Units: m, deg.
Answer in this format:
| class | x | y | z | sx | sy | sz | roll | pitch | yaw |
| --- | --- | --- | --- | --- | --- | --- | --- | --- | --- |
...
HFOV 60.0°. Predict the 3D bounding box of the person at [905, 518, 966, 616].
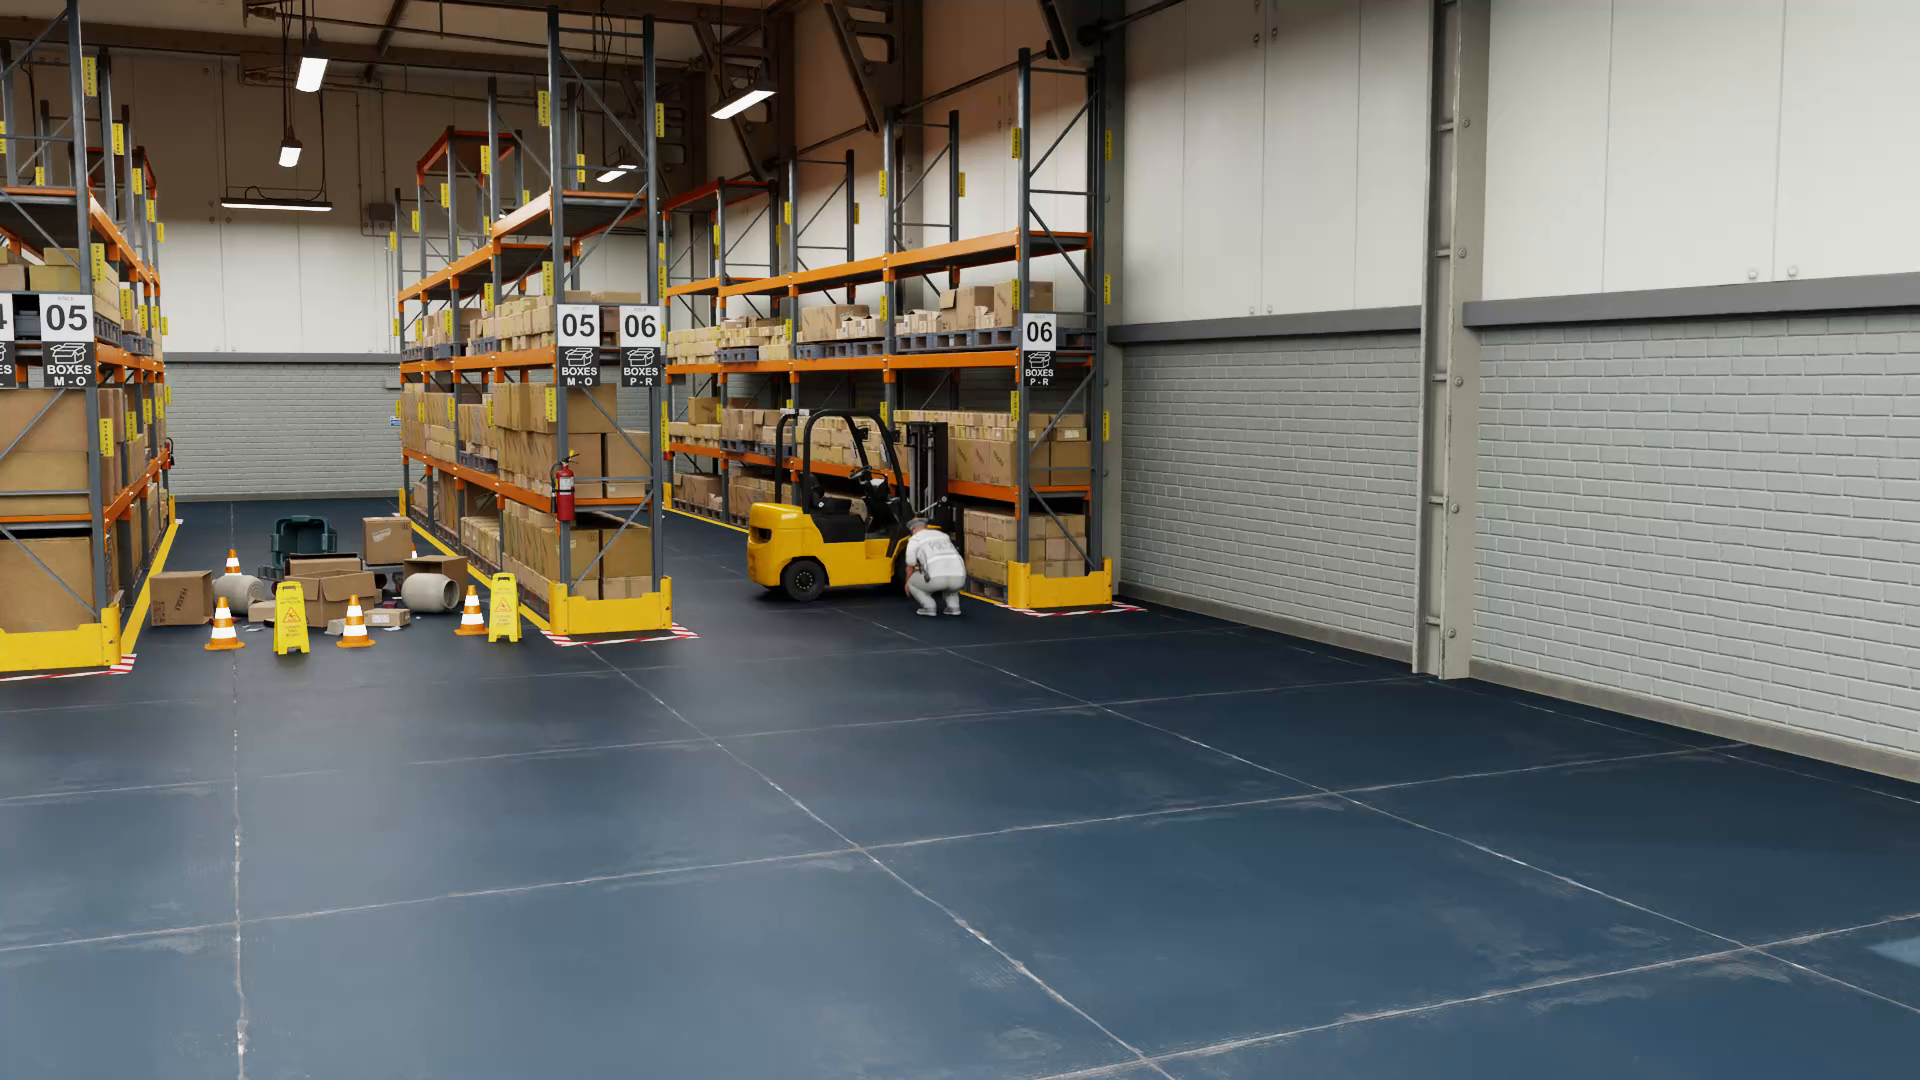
| class | x | y | z | sx | sy | sz | roll | pitch | yaw |
| --- | --- | --- | --- | --- | --- | --- | --- | --- | --- |
| person | -0.283 | 0.284 | 17.705 | 0.543 | 1.020 | 0.913 | -2 | 6 | -25 |
